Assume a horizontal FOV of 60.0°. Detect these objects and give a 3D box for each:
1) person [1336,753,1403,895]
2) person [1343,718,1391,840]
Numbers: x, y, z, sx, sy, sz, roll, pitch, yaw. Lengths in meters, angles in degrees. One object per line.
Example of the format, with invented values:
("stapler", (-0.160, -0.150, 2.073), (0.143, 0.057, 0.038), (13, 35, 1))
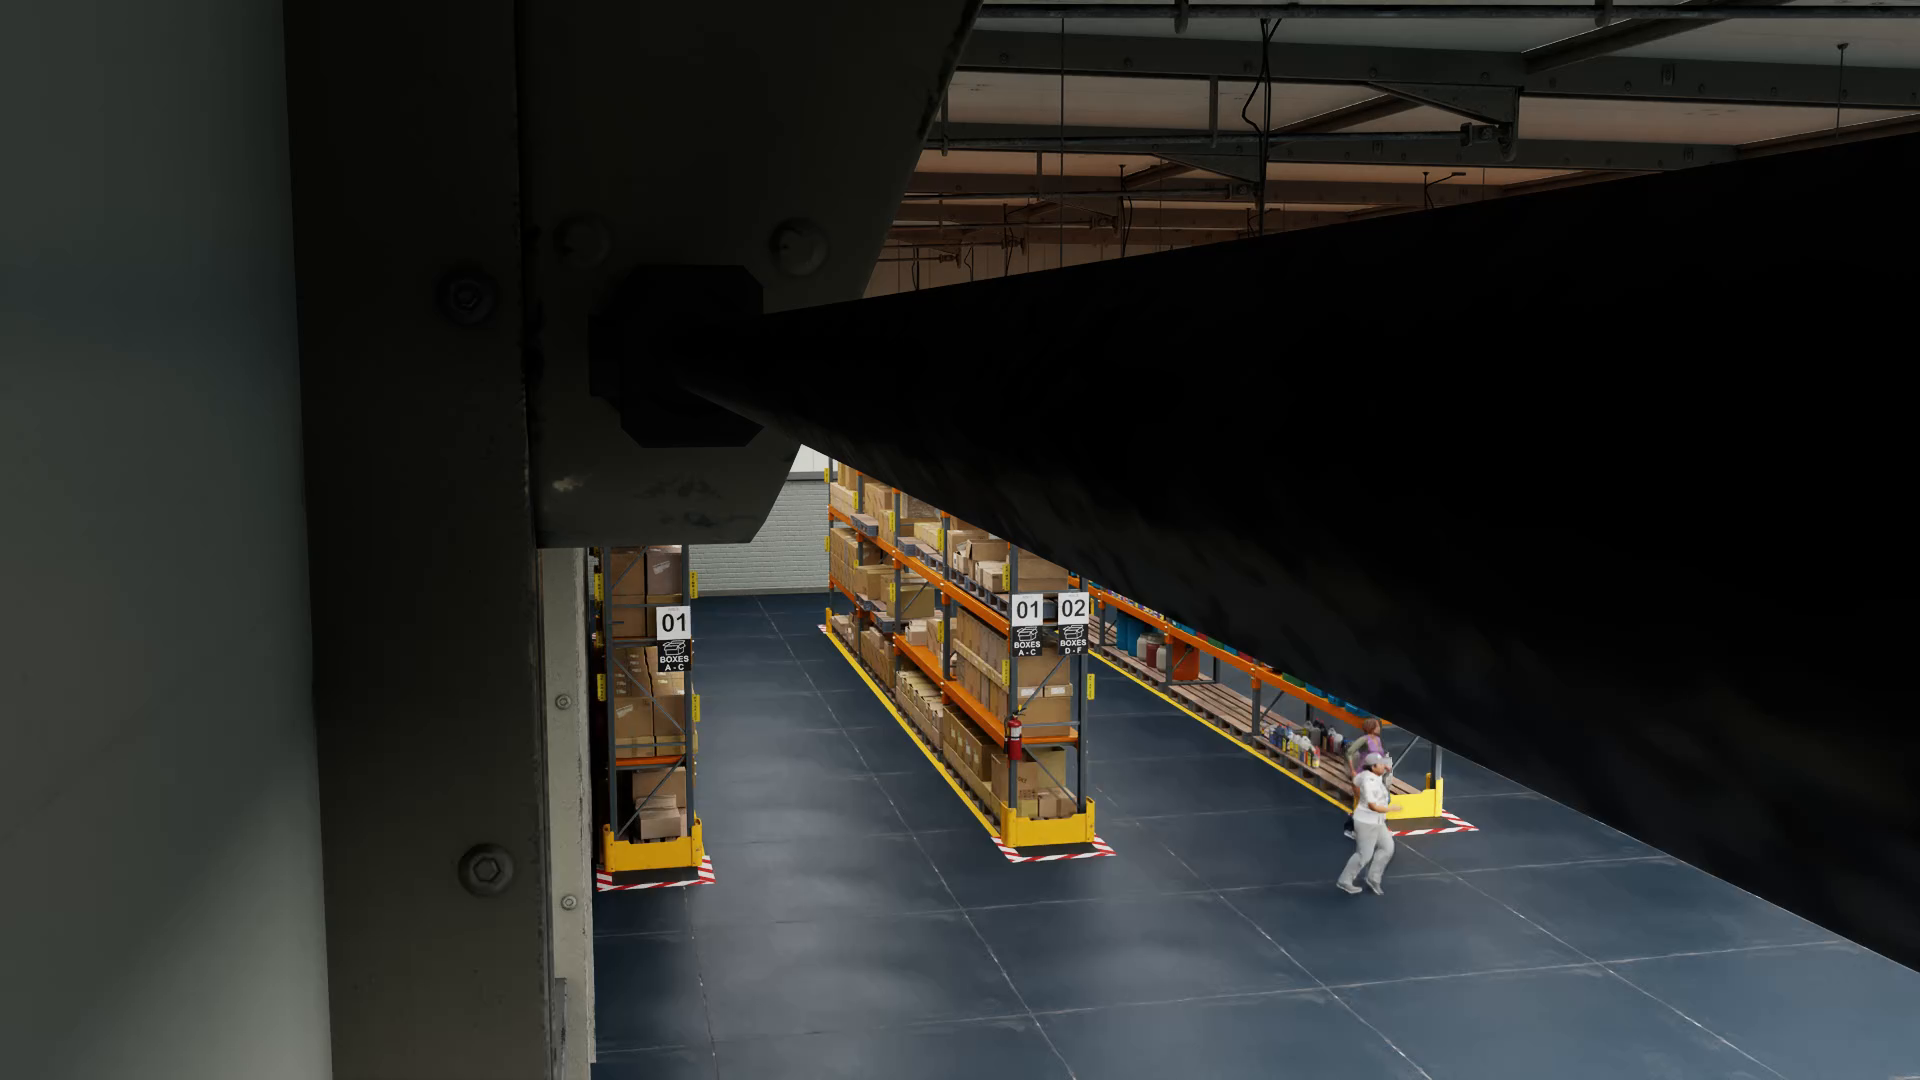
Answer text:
("person", (4.698, 3.276, 19.041), (0.717, 1.731, 0.617), (2, 7, 16))
("person", (5.239, 3.040, 21.198), (0.596, 1.535, 0.535), (5, 8, 35))
